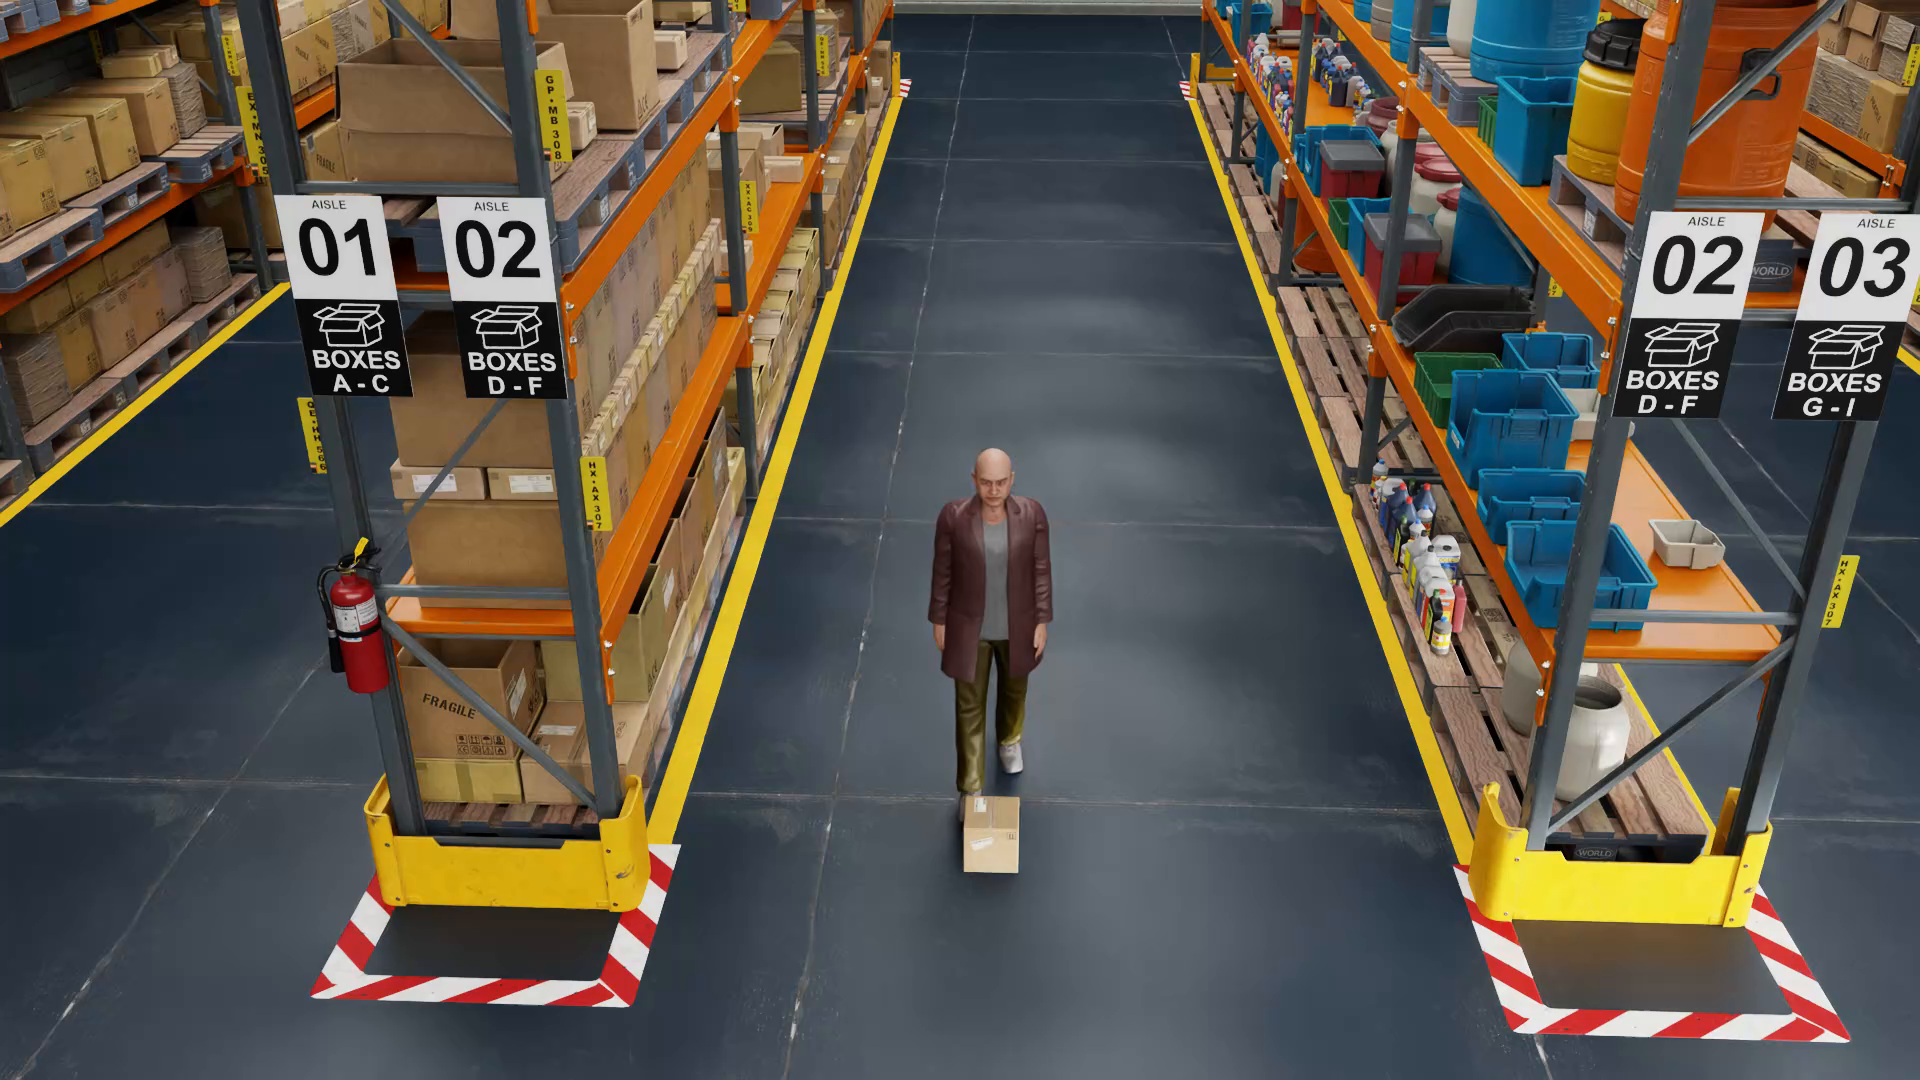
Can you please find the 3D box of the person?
[{"bbox_3d":[0.152,0.422,7.821,0.593,1.771,0.827,-3,28,-5],"label":"person"}]
